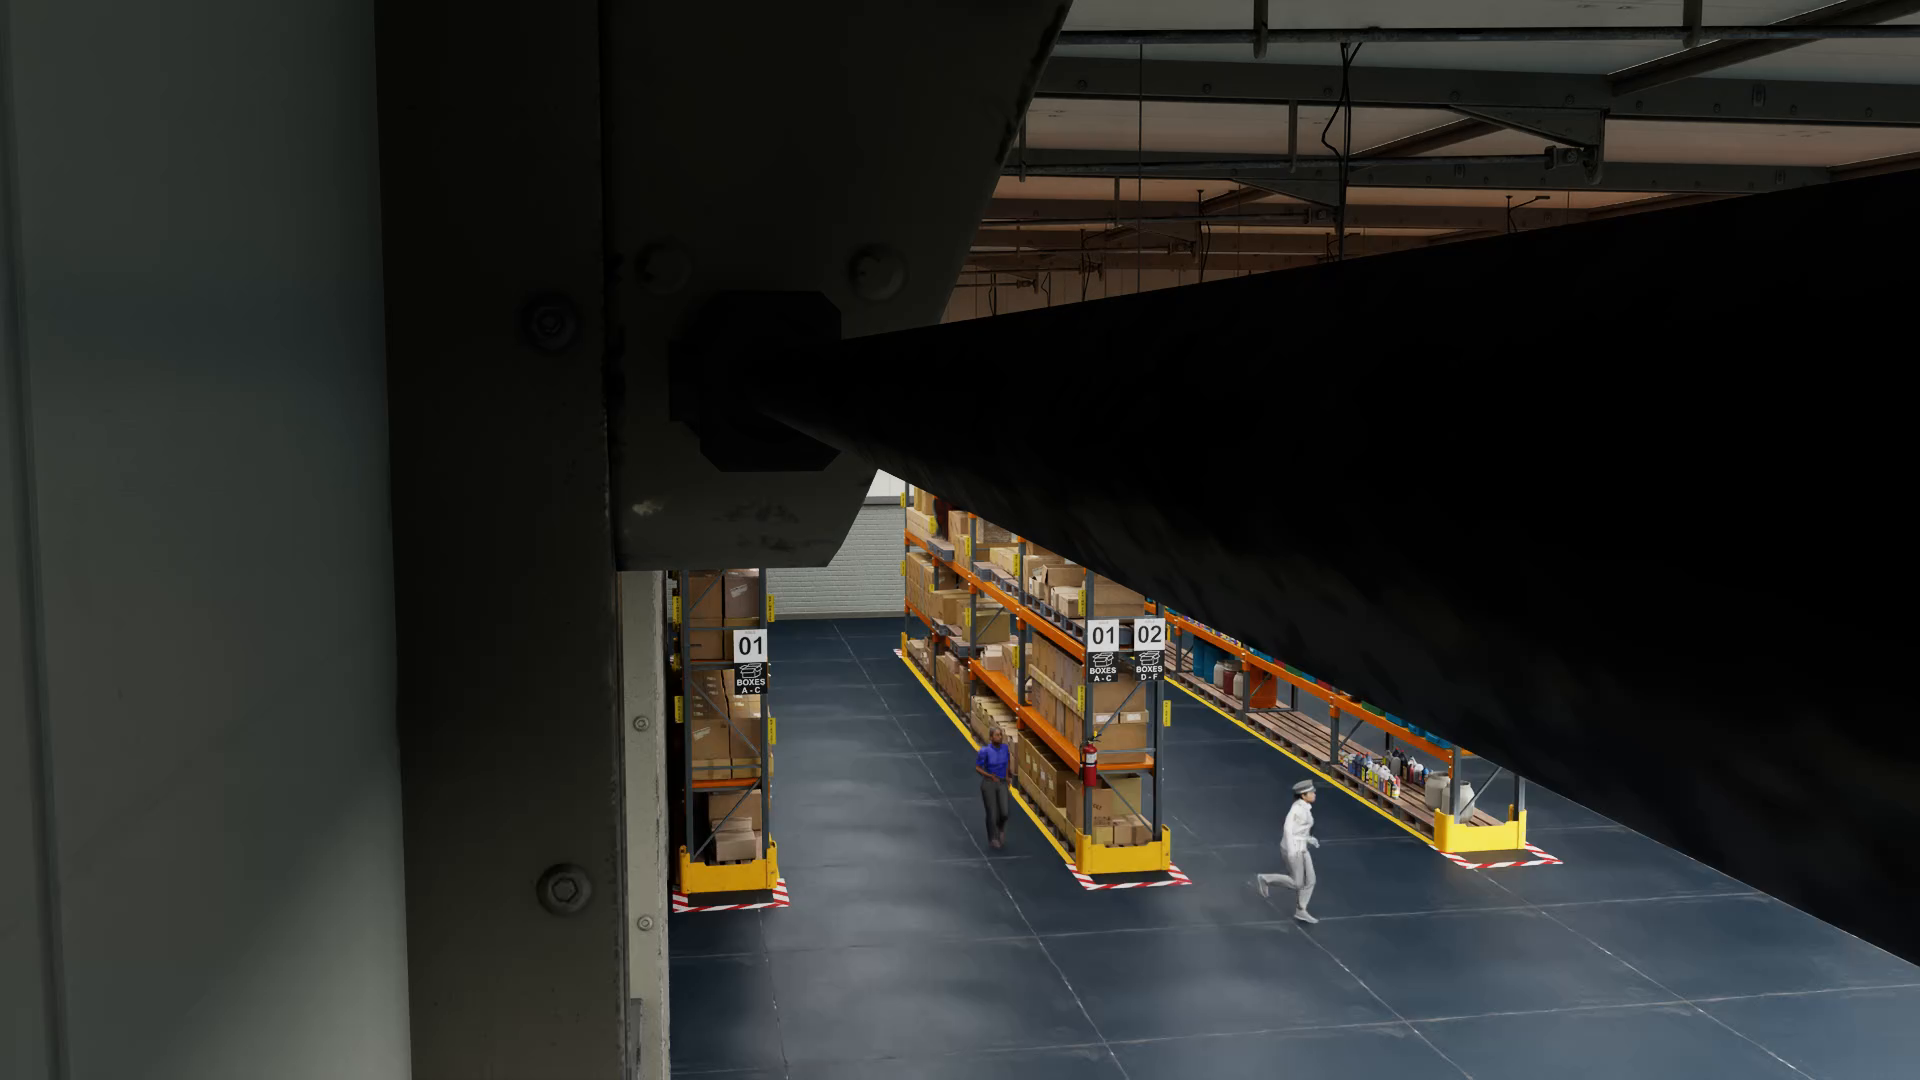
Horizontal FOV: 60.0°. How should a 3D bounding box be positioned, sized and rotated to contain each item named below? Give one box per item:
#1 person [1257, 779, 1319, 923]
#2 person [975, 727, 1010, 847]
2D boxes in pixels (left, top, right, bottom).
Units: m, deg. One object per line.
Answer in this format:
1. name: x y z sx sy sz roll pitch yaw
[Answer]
1. person: 3.790 3.558 19.125 0.714 1.664 0.640 2 6 22
2. person: 0.478 3.259 21.850 0.558 1.621 0.562 -2 6 -20
